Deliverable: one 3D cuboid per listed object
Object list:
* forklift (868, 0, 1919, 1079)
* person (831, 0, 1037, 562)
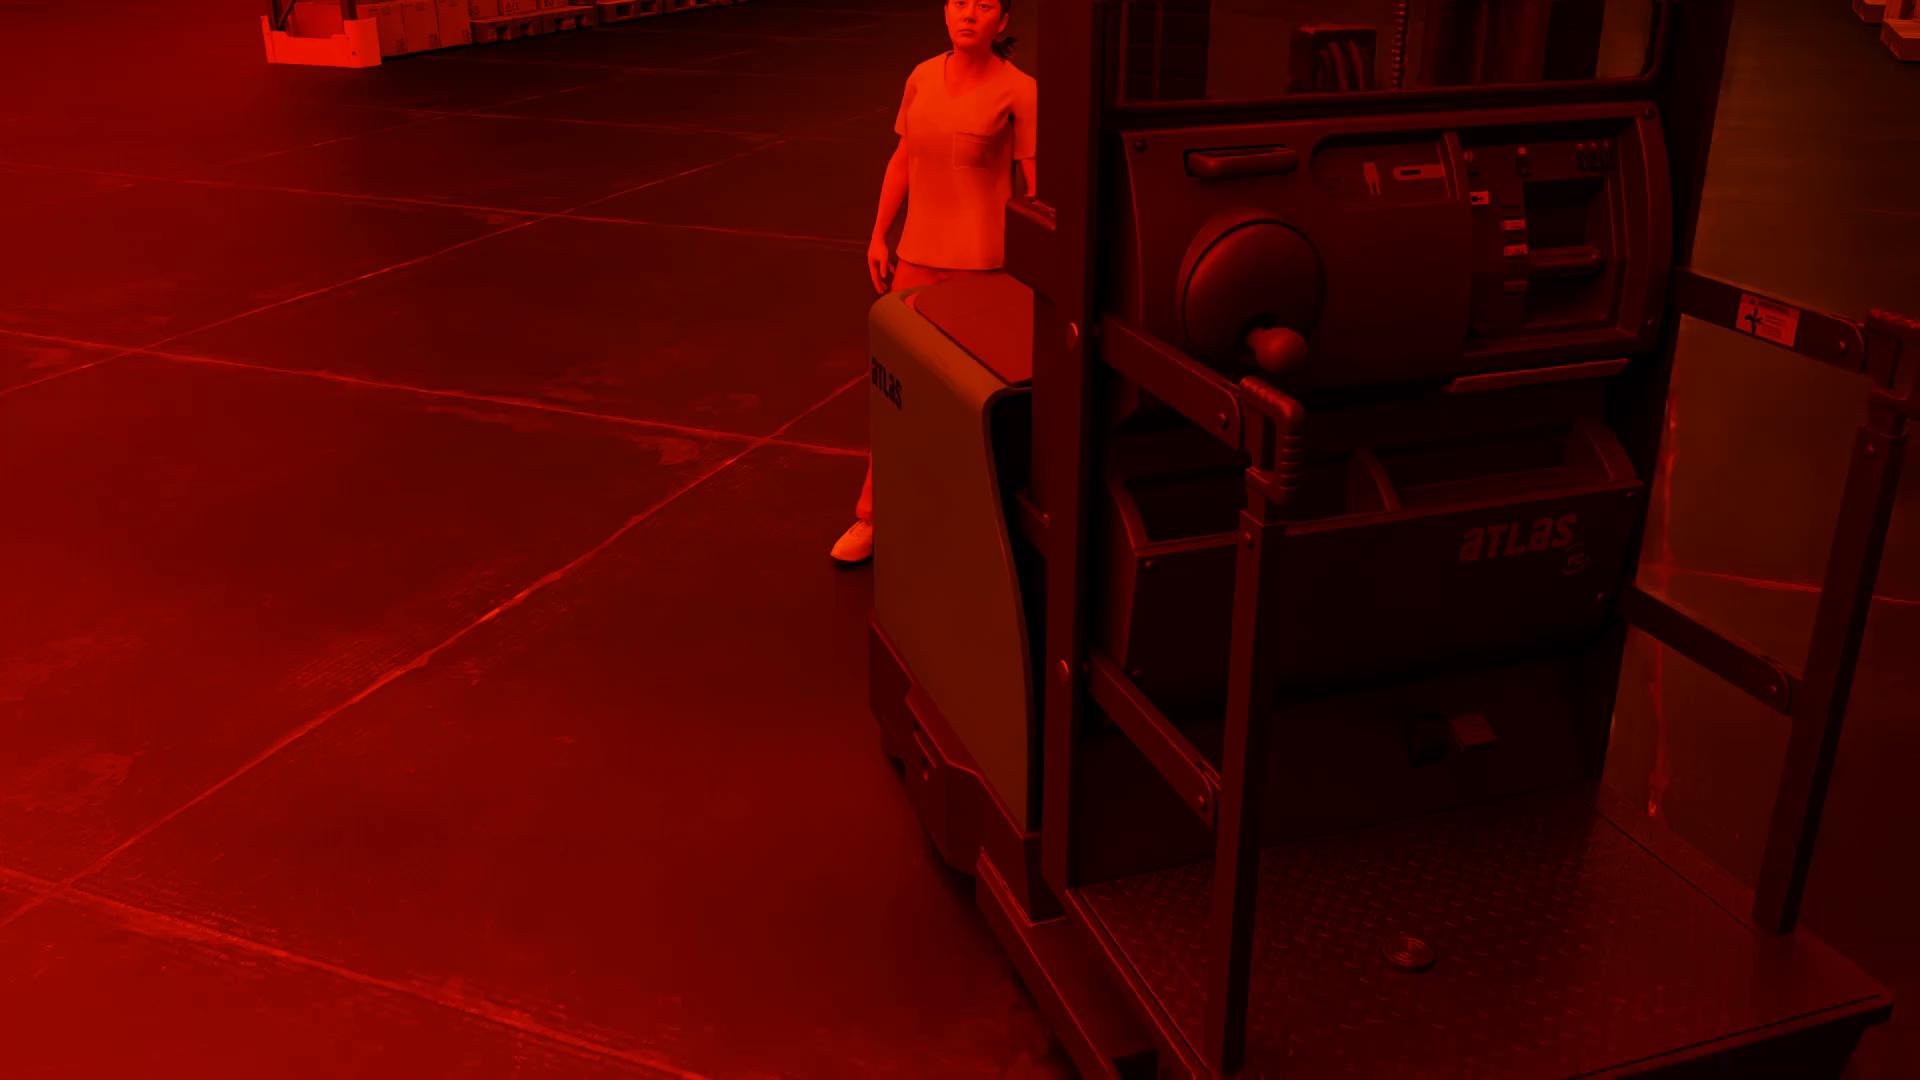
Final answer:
[{"bbox_3d":[0.752,-0.433,2.329,1.130,2.935,3.031,-8,24,-18],"label":"forklift"},{"bbox_3d":[-0.038,-0.755,4.708,0.555,1.674,0.548,9,24,21],"label":"person"}]
